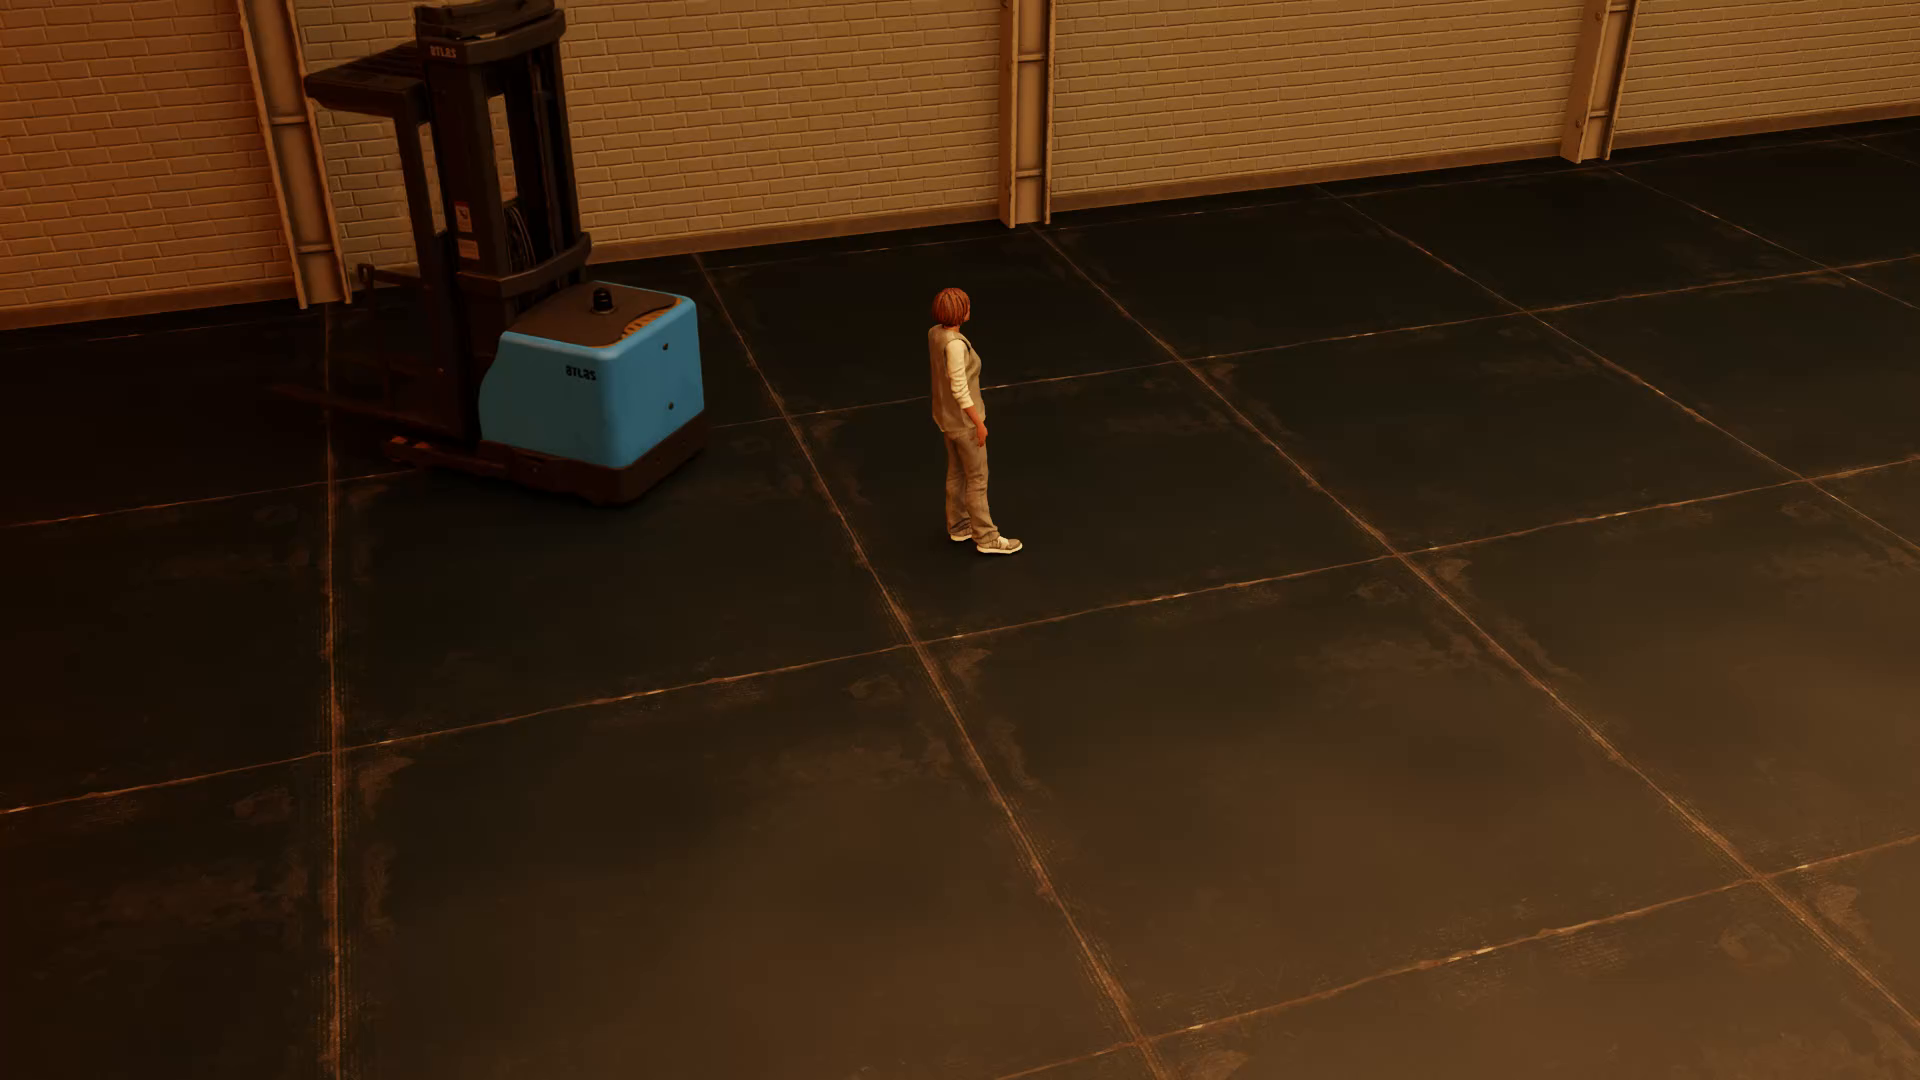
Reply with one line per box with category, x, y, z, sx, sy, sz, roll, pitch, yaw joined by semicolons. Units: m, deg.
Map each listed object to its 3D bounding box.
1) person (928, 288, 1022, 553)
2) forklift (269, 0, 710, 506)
person;0.075;-0.704;9.634;0.473;1.599;0.521;-10;31;-16
forklift;-3.222;-1.964;10.500;3.031;2.935;1.130;13;32;21
